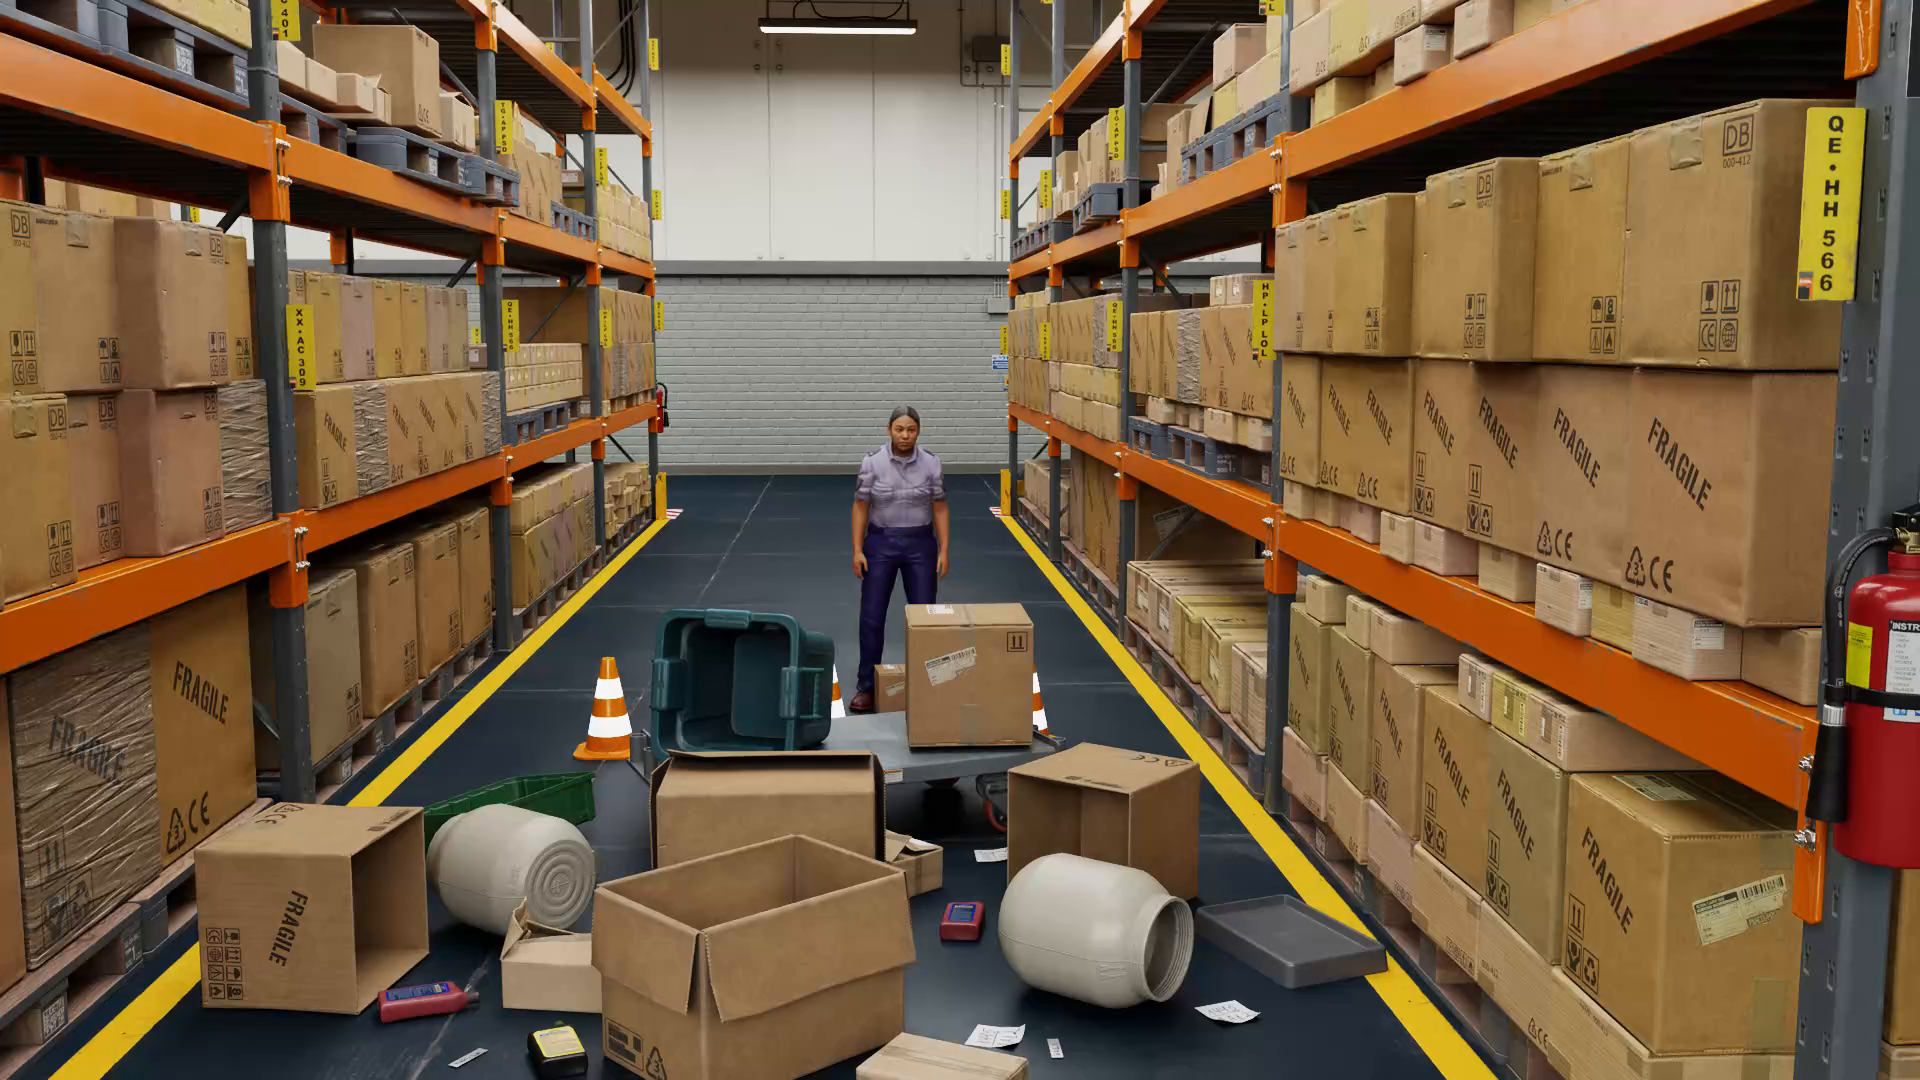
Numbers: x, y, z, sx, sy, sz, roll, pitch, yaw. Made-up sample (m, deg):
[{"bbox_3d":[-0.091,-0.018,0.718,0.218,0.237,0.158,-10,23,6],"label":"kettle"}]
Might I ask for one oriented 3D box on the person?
[{"bbox_3d":[-0.334,0.094,9.065,0.557,1.639,0.364,-1,7,-6],"label":"person"}]
